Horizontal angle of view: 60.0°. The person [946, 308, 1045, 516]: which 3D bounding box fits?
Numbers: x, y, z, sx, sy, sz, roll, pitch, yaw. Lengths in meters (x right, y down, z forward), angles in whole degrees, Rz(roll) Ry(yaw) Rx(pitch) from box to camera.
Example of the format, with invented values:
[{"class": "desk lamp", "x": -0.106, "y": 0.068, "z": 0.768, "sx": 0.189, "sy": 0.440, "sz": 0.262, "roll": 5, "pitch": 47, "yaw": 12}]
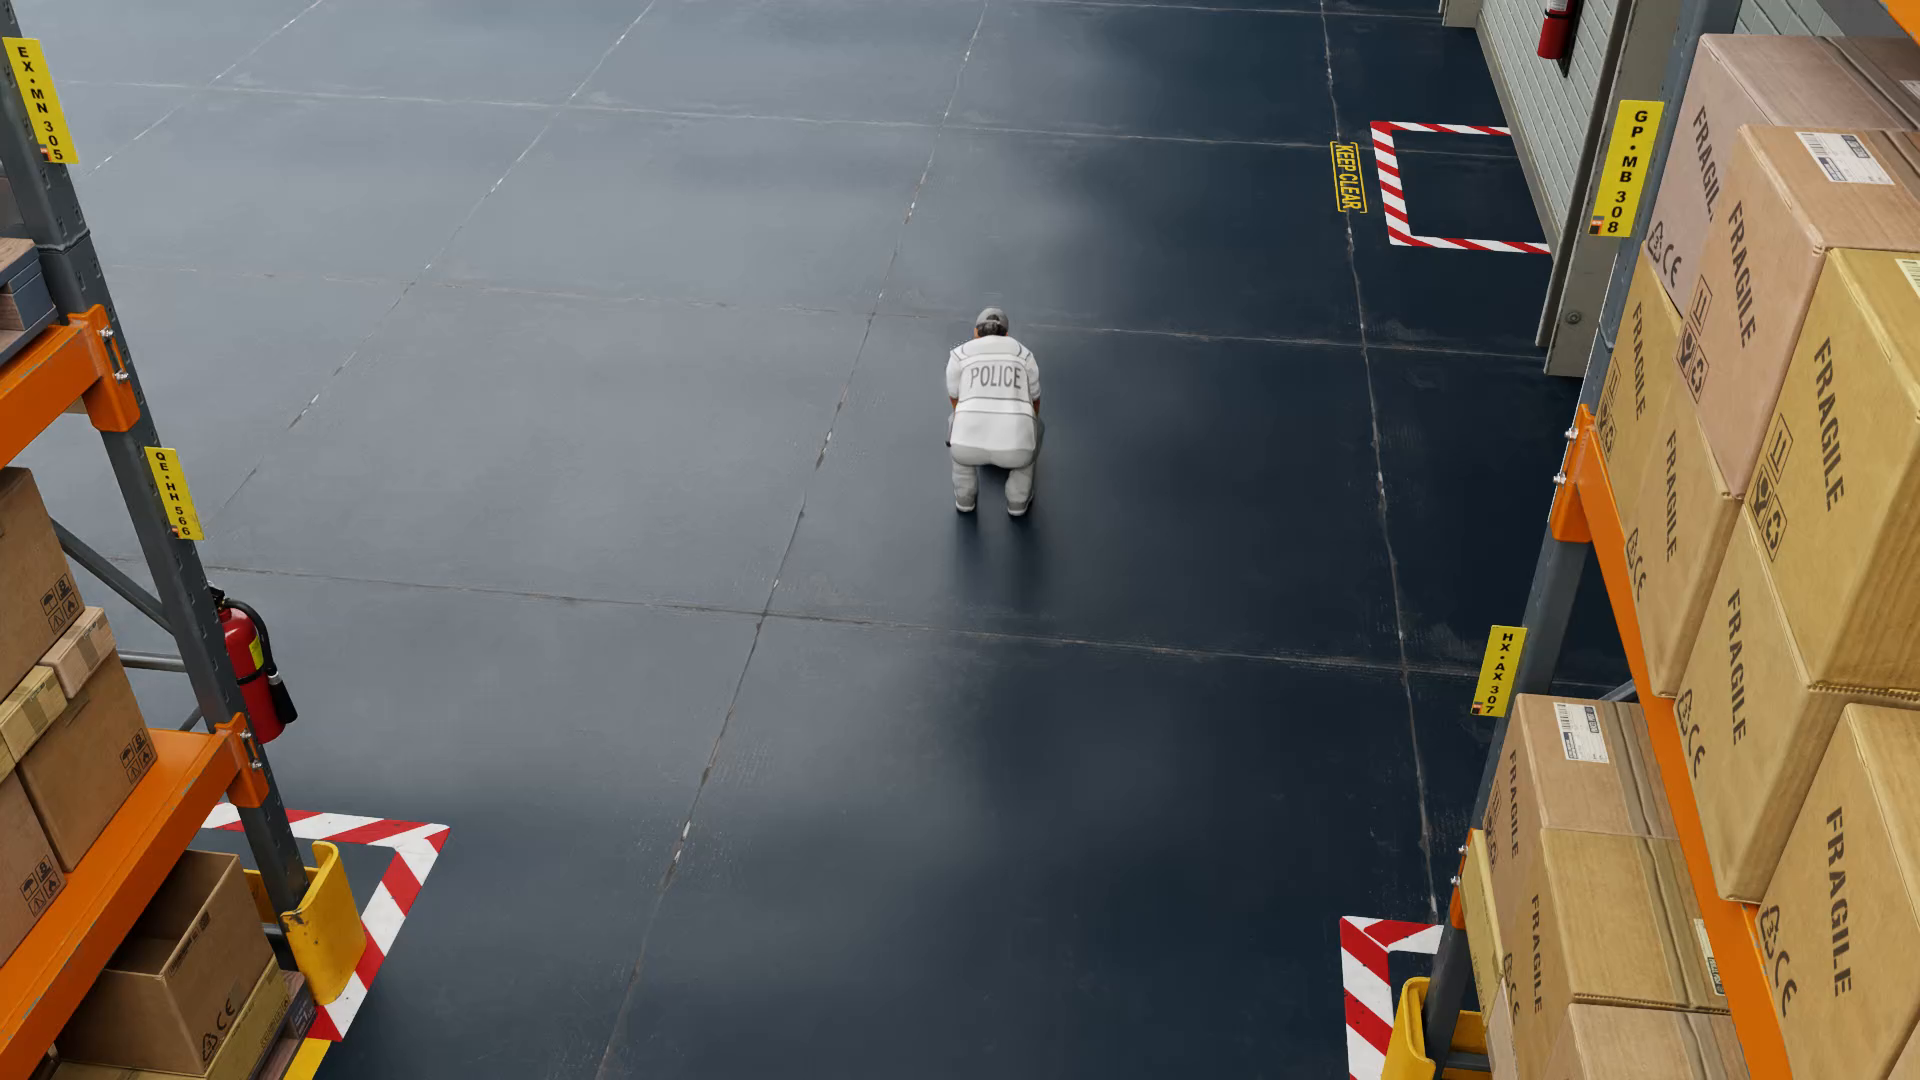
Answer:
[{"class": "person", "x": 0.173, "y": -0.630, "z": 8.553, "sx": 0.522, "sy": 0.890, "sz": 0.861, "roll": 4, "pitch": 37, "yaw": 6}]
